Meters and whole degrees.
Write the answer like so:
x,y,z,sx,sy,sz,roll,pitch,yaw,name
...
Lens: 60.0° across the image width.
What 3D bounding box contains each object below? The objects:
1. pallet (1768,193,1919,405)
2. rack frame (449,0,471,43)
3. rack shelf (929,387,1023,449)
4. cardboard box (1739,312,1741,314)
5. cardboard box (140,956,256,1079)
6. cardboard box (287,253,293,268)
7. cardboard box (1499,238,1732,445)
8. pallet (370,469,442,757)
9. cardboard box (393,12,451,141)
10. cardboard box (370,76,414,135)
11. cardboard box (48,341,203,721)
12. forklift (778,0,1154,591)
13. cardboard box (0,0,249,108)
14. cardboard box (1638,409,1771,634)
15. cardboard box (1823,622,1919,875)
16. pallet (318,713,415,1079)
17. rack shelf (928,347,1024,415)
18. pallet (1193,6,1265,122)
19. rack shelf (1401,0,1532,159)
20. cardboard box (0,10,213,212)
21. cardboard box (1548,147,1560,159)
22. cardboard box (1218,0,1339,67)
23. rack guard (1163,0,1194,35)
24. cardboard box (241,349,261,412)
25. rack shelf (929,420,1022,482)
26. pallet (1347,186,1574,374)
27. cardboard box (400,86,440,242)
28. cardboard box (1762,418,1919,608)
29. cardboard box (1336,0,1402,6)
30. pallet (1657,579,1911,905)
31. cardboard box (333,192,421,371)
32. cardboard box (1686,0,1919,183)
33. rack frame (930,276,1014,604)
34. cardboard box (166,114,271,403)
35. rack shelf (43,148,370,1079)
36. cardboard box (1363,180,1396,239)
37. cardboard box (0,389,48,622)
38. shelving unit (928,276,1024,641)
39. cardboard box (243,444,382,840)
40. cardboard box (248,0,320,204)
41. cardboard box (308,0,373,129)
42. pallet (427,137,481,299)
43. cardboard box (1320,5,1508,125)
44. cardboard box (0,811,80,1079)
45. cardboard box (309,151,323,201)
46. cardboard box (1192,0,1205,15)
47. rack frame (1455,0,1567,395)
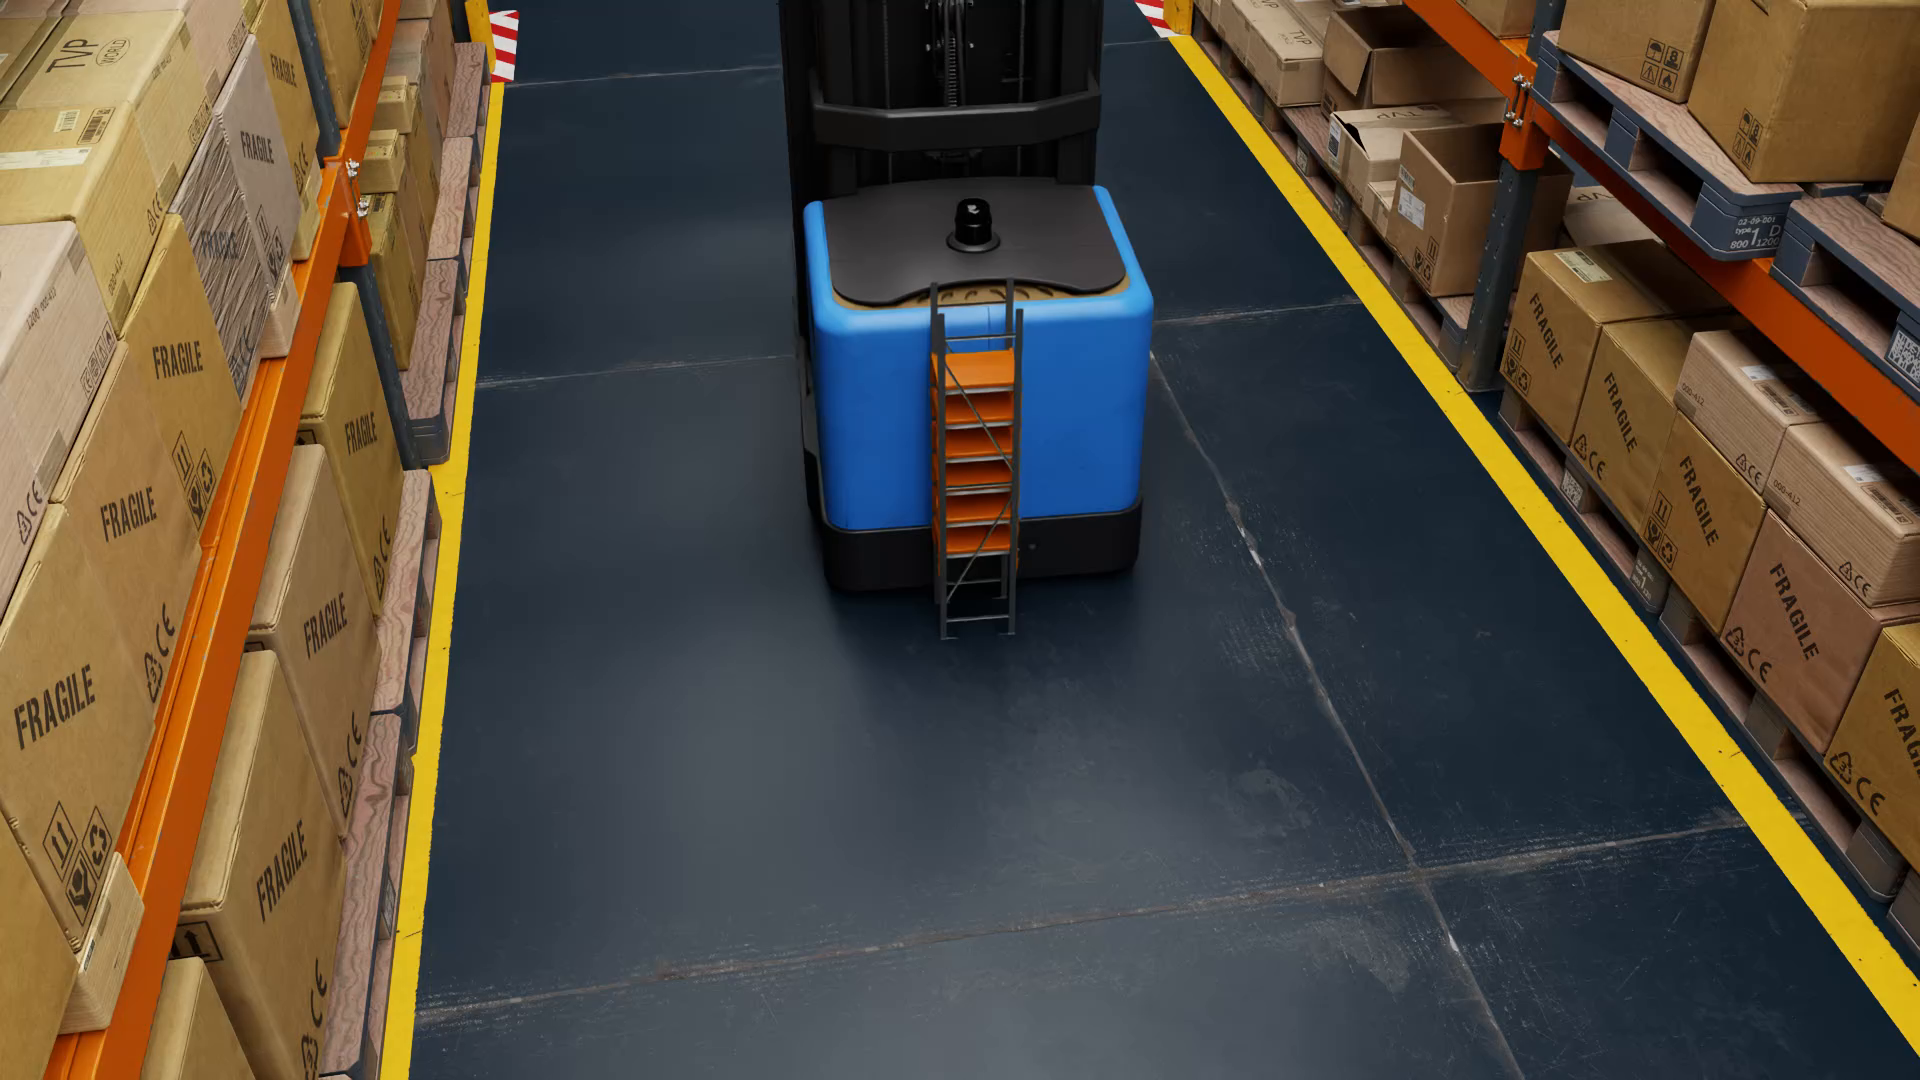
x,y,z,sx,sy,sz,roll,pitch,yaw,name
2.815,-0.522,4.133,1.003,0.211,1.213,-6,38,-8,pallet
-3.118,-3.721,8.094,1.000,3.000,0.127,-6,38,-8,rack frame
0.046,-0.371,4.930,0.258,0.103,0.180,-4,38,-5,rack shelf
2.906,-0.460,5.575,0.500,0.500,0.500,-6,38,-8,cardboard box
-1.716,1.336,2.995,0.750,0.750,0.750,-7,38,-9,cardboard box
-2.011,-0.728,4.431,0.380,0.149,0.250,-5,38,-7,cardboard box
2.304,-0.708,5.895,0.500,0.500,0.500,-8,39,-10,cardboard box
-2.208,0.255,5.250,1.003,0.211,1.213,-6,38,-8,pallet
-2.809,-2.185,7.813,0.700,0.500,0.500,-6,38,-8,cardboard box
-2.419,-1.744,6.716,0.380,0.149,0.250,-7,38,-9,cardboard box
-1.718,0.008,2.954,0.500,0.500,0.500,-6,38,-8,cardboard box
-0.092,-1.887,5.790,1.130,2.935,3.031,-4,38,-5,forklift
-2.003,-1.201,3.900,0.500,0.250,0.500,-5,38,-7,cardboard box
2.489,-0.084,5.092,0.500,0.500,0.500,-6,38,-7,cardboard box
2.675,0.537,4.292,0.500,0.500,0.500,-8,38,-10,cardboard box
-1.990,0.993,4.300,1.003,0.211,1.213,-6,38,-8,pallet
0.046,-0.465,4.857,0.258,0.103,0.180,-4,38,-5,rack shelf
1.912,-2.627,8.960,1.003,0.211,1.213,-6,38,-8,pallet
2.109,-2.764,7.449,1.077,0.370,4.000,-6,38,-8,rack shelf
-1.914,-0.893,3.503,0.500,0.250,0.500,-6,38,-7,cardboard box
2.437,-1.693,7.435,0.380,0.166,0.250,-6,38,-8,cardboard box
1.662,-2.683,8.641,0.500,0.250,0.500,-6,38,-8,cardboard box
1.771,-3.223,9.491,1.175,0.500,0.348,-6,38,-8,rack guard
-1.929,-0.420,4.035,0.380,0.149,0.250,-6,38,-8,cardboard box
0.046,-0.276,5.004,0.258,0.103,0.180,-4,38,-5,rack shelf
2.340,-1.153,7.063,1.003,0.211,1.213,-6,38,-8,pallet
-2.620,-1.560,7.008,0.700,0.500,0.500,-5,38,-7,cardboard box
2.568,-0.097,4.498,0.500,0.250,0.500,-7,38,-9,cardboard box
2.096,-3.140,9.026,0.500,0.500,0.500,-6,38,-8,cardboard box
2.856,0.487,4.951,1.003,0.211,1.213,-6,38,-8,pallet
-2.447,-0.946,6.218,0.700,0.500,0.500,-6,38,-7,cardboard box
2.505,-1.326,4.588,0.700,0.500,0.500,-1,38,-1,cardboard box
0.035,-0.272,5.122,0.240,1.200,0.006,-4,38,-5,rack frame
-1.909,-0.606,3.745,0.500,0.500,0.500,-6,38,-8,cardboard box
-2.066,0.188,3.650,1.077,0.370,4.000,-6,38,-8,rack shelf
1.955,-1.421,7.100,0.380,0.149,0.250,-6,38,-8,cardboard box
-1.637,0.024,2.323,0.500,0.250,0.500,-7,38,-9,cardboard box
0.046,-0.216,5.050,0.258,1.200,0.189,-4,38,-5,shelving unit
-2.016,0.294,4.337,0.750,0.750,0.750,-5,38,-7,cardboard box
-2.088,-1.218,4.532,0.500,0.500,0.500,-7,38,-9,cardboard box
-2.496,-1.752,5.316,0.980,0.700,0.700,-6,38,-7,cardboard box
-2.691,-1.410,7.392,1.003,0.211,1.213,-6,38,-8,pallet
2.125,-2.162,7.764,0.797,0.503,0.637,-6,38,-8,cardboard box
-1.549,0.626,2.159,0.500,0.500,0.500,-5,38,-7,cardboard box
-2.079,-1.040,4.832,0.380,0.149,0.250,-6,38,-8,cardboard box
1.493,-3.014,9.149,0.380,0.149,0.250,-6,38,-8,cardboard box
2.459,-1.840,5.673,1.000,3.000,0.127,-6,38,-8,rack frame
